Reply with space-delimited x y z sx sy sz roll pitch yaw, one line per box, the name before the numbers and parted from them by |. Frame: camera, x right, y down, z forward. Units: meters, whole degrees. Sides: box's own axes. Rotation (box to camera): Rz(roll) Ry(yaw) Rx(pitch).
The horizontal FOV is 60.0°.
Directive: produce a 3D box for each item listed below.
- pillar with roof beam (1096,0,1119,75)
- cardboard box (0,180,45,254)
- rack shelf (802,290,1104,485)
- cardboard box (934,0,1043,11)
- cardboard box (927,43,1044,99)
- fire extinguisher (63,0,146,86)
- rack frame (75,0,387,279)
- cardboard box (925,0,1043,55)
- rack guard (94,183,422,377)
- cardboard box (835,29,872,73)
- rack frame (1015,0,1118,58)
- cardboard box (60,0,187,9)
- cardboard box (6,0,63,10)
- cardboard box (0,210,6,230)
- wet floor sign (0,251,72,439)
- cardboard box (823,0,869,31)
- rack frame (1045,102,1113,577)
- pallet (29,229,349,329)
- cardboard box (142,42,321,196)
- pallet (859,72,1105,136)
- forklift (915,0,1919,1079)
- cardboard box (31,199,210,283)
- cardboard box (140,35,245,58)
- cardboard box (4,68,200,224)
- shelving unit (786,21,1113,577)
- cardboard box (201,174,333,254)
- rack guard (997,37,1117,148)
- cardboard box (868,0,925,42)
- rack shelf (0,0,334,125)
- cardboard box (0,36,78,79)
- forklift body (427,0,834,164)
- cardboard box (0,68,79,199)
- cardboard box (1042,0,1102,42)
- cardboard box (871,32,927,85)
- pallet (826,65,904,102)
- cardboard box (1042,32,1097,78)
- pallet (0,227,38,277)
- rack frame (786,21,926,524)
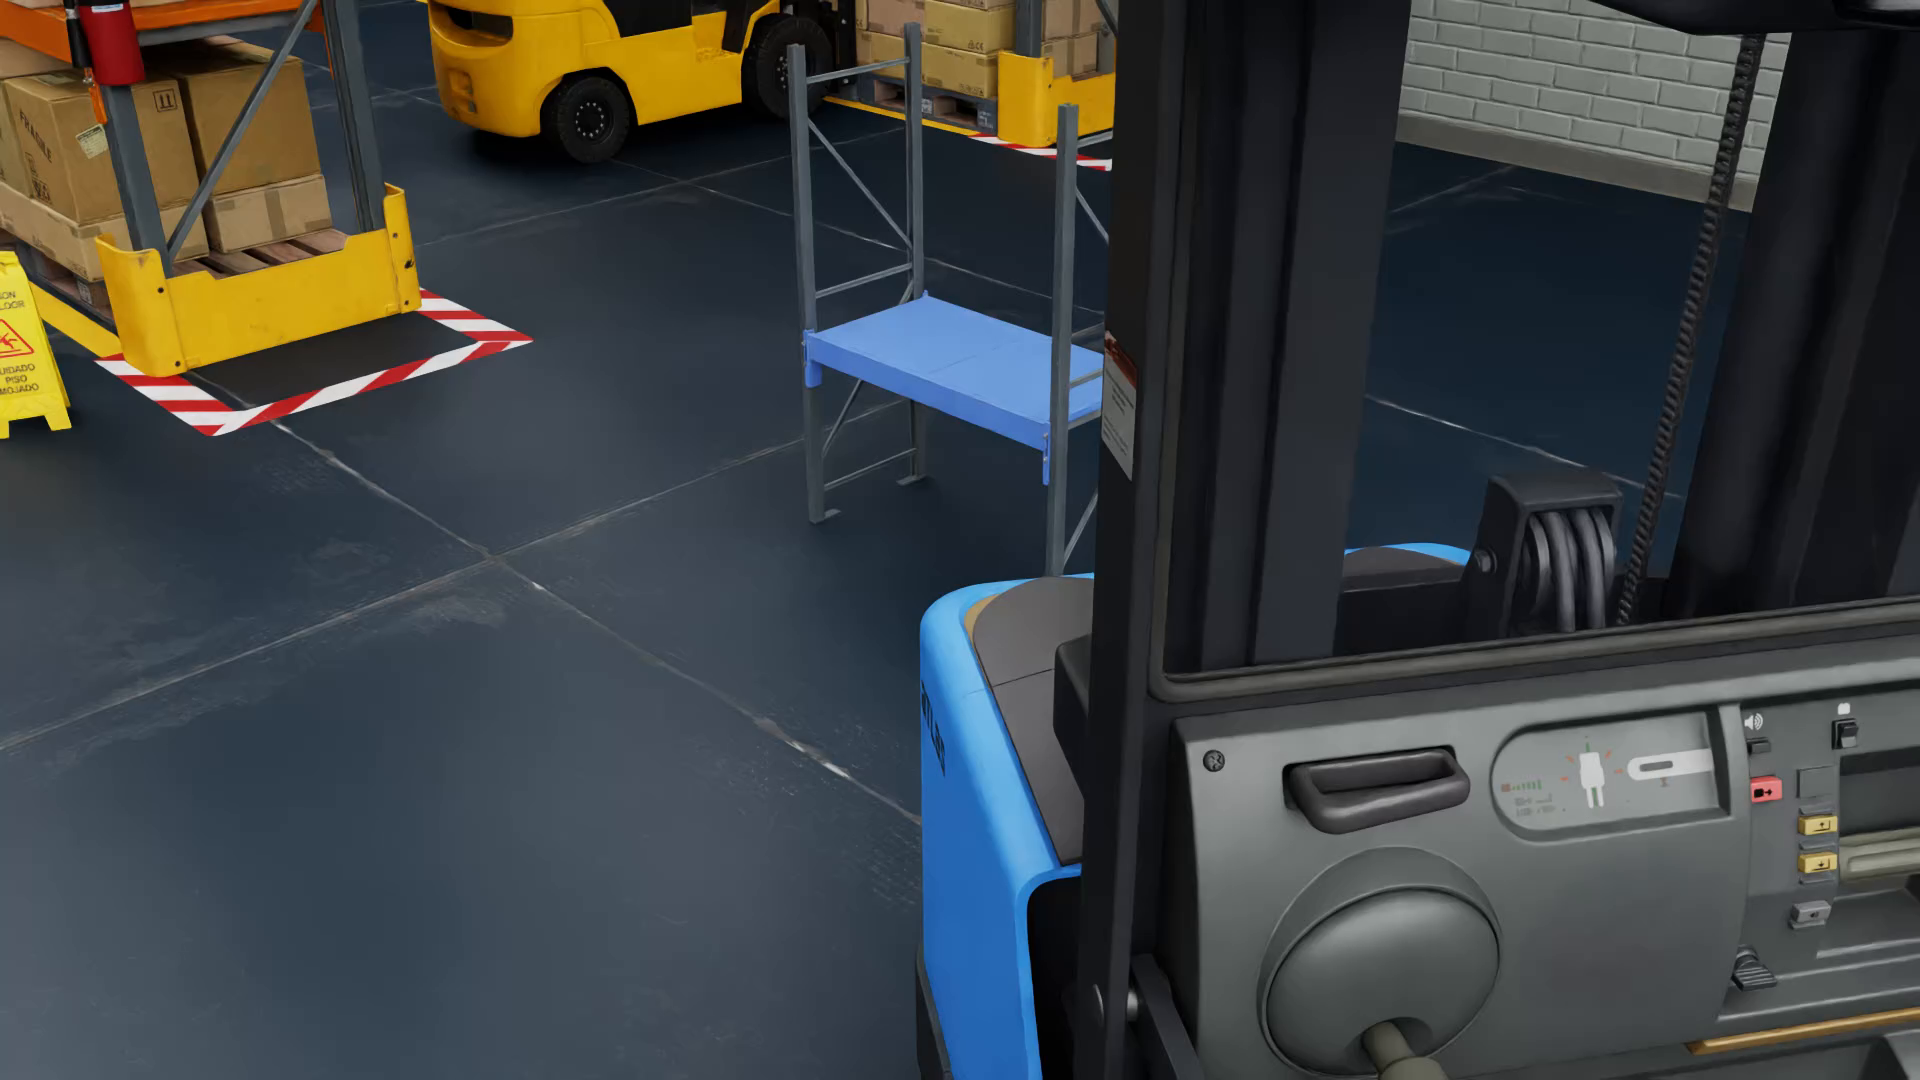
pillar with roof beam | -2.176 -5.572 6.178 0.400 9.000 9.100 25 36 38
cardboard box | -3.899 -1.486 7.356 0.500 0.250 0.500 25 37 39
rack shelf | 0.061 -0.477 4.932 1.000 0.185 0.538 25 36 38
cardboard box | 0.160 -3.277 9.689 0.500 0.250 0.500 -24 36 -38
cardboard box | 0.151 -2.836 9.925 0.500 0.250 0.500 25 37 39
fire extinguisher | -3.012 -1.946 5.811 0.183 0.674 0.296 25 36 38
rack frame | -2.770 -2.171 6.155 0.127 3.000 1.000 25 36 38
cardboard box | 0.141 -3.064 9.821 0.500 0.250 0.500 24 36 38
rack guard | -2.824 -1.089 6.784 0.348 0.500 1.175 25 36 38
cardboard box | -0.548 -3.168 10.555 0.500 0.250 0.500 -25 37 -39
rack frame | 0.707 -3.819 9.290 0.127 3.000 1.000 25 36 38
cardboard box | -3.187 -2.111 6.311 0.380 0.149 0.250 -24 36 -38
cardboard box | -3.445 -2.156 6.398 0.250 0.149 0.380 24 36 38
cardboard box | -4.276 -1.655 7.677 0.500 0.250 0.500 23 35 37
wet floor sign | -3.385 -0.712 5.910 0.267 0.644 0.232 -13 30 -22
cardboard box | -0.592 -3.393 10.446 0.500 0.250 0.500 24 36 37
rack frame | 0.423 -0.470 4.533 0.032 1.500 0.500 25 36 38
pallet | -3.379 -1.238 7.378 1.213 0.211 1.003 25 36 38
cardboard box | -3.169 -1.834 7.212 0.500 0.500 0.500 23 36 37
pallet | 0.133 -2.821 10.387 1.213 0.211 1.003 25 36 38
forklift | 0.708 0.360 1.416 1.130 2.935 3.031 -5 28 -10
cardboard box | -3.552 -1.322 7.044 0.500 0.250 0.500 24 36 38
cardboard box | -3.545 -2.003 7.534 0.500 0.500 0.500 23 35 37
cardboard box | -3.524 -1.646 6.855 0.500 0.500 0.500 25 37 39
shelving unit | 0.061 -0.636 4.848 1.048 1.500 0.538 25 36 38
cardboard box | -3.151 -1.495 7.372 0.500 0.250 0.500 24 36 38
rack guard | 0.724 -2.705 9.857 0.348 0.500 1.175 25 36 38
cardboard box | -0.209 -3.232 10.139 0.500 0.250 0.500 24 36 38
rack shelf | -4.196 -2.505 7.564 4.000 0.370 1.077 25 36 38
cardboard box | -3.833 -2.031 6.890 0.380 0.149 0.250 -24 36 -38
forklift body | -1.924 -3.457 9.513 1.214 2.155 2.313 25 36 38
cardboard box | -3.899 -1.815 7.177 0.500 0.500 0.500 -24 36 -37
cardboard box | 0.518 -3.232 10.139 0.500 0.250 0.500 -25 36 -38
cardboard box | -0.197 -3.002 10.239 0.500 0.250 0.500 25 36 38
pallet | -0.733 -3.219 11.144 1.213 0.211 1.003 25 36 38
cardboard box | 0.494 -3.013 10.261 0.500 0.250 0.500 25 37 39
pallet | -4.245 -1.636 8.135 1.213 0.211 1.003 25 36 38
rack frame | -0.302 -0.802 5.163 0.032 1.500 0.500 25 36 38
